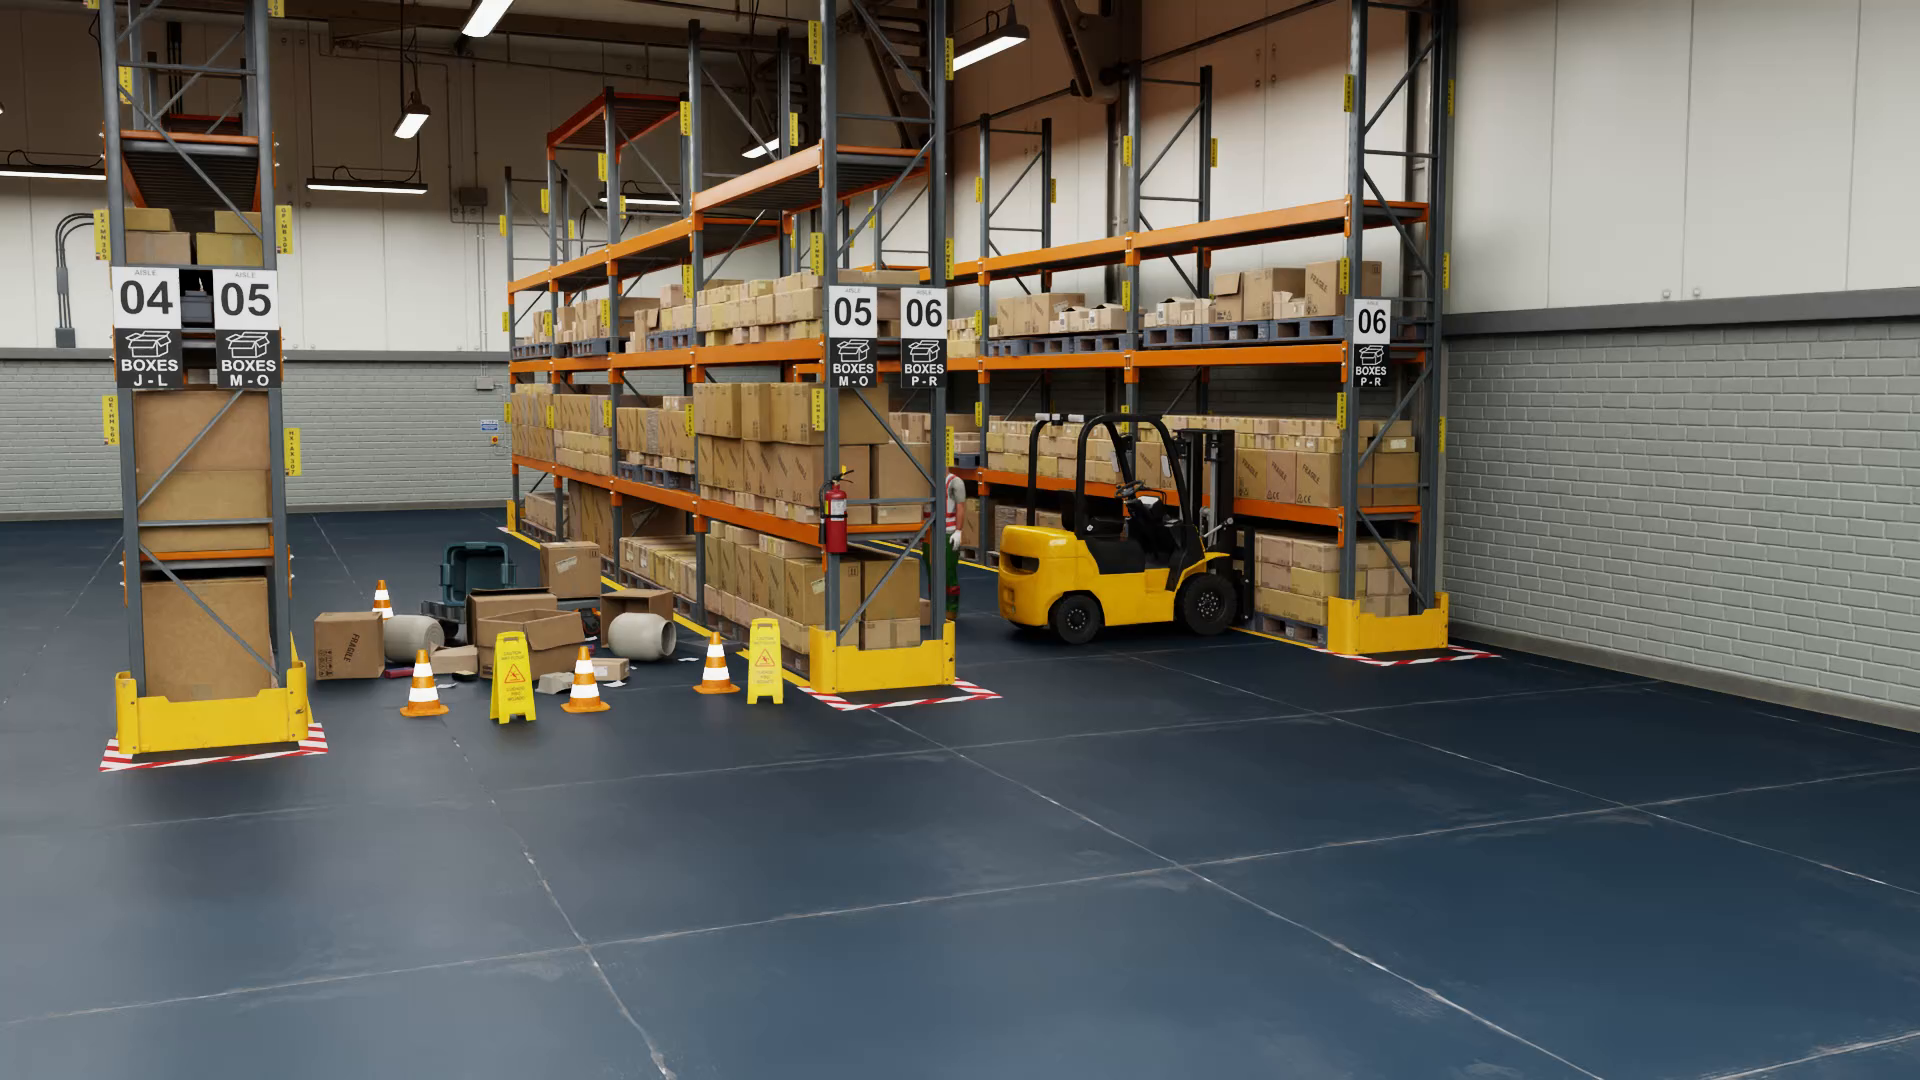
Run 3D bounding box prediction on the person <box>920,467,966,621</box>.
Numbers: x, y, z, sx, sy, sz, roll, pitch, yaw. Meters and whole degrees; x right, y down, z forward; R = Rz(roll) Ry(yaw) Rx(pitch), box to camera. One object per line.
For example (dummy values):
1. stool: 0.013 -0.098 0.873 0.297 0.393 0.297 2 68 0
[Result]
1. person: -0.192 -0.066 17.220 0.523 1.790 0.318 4 7 39
